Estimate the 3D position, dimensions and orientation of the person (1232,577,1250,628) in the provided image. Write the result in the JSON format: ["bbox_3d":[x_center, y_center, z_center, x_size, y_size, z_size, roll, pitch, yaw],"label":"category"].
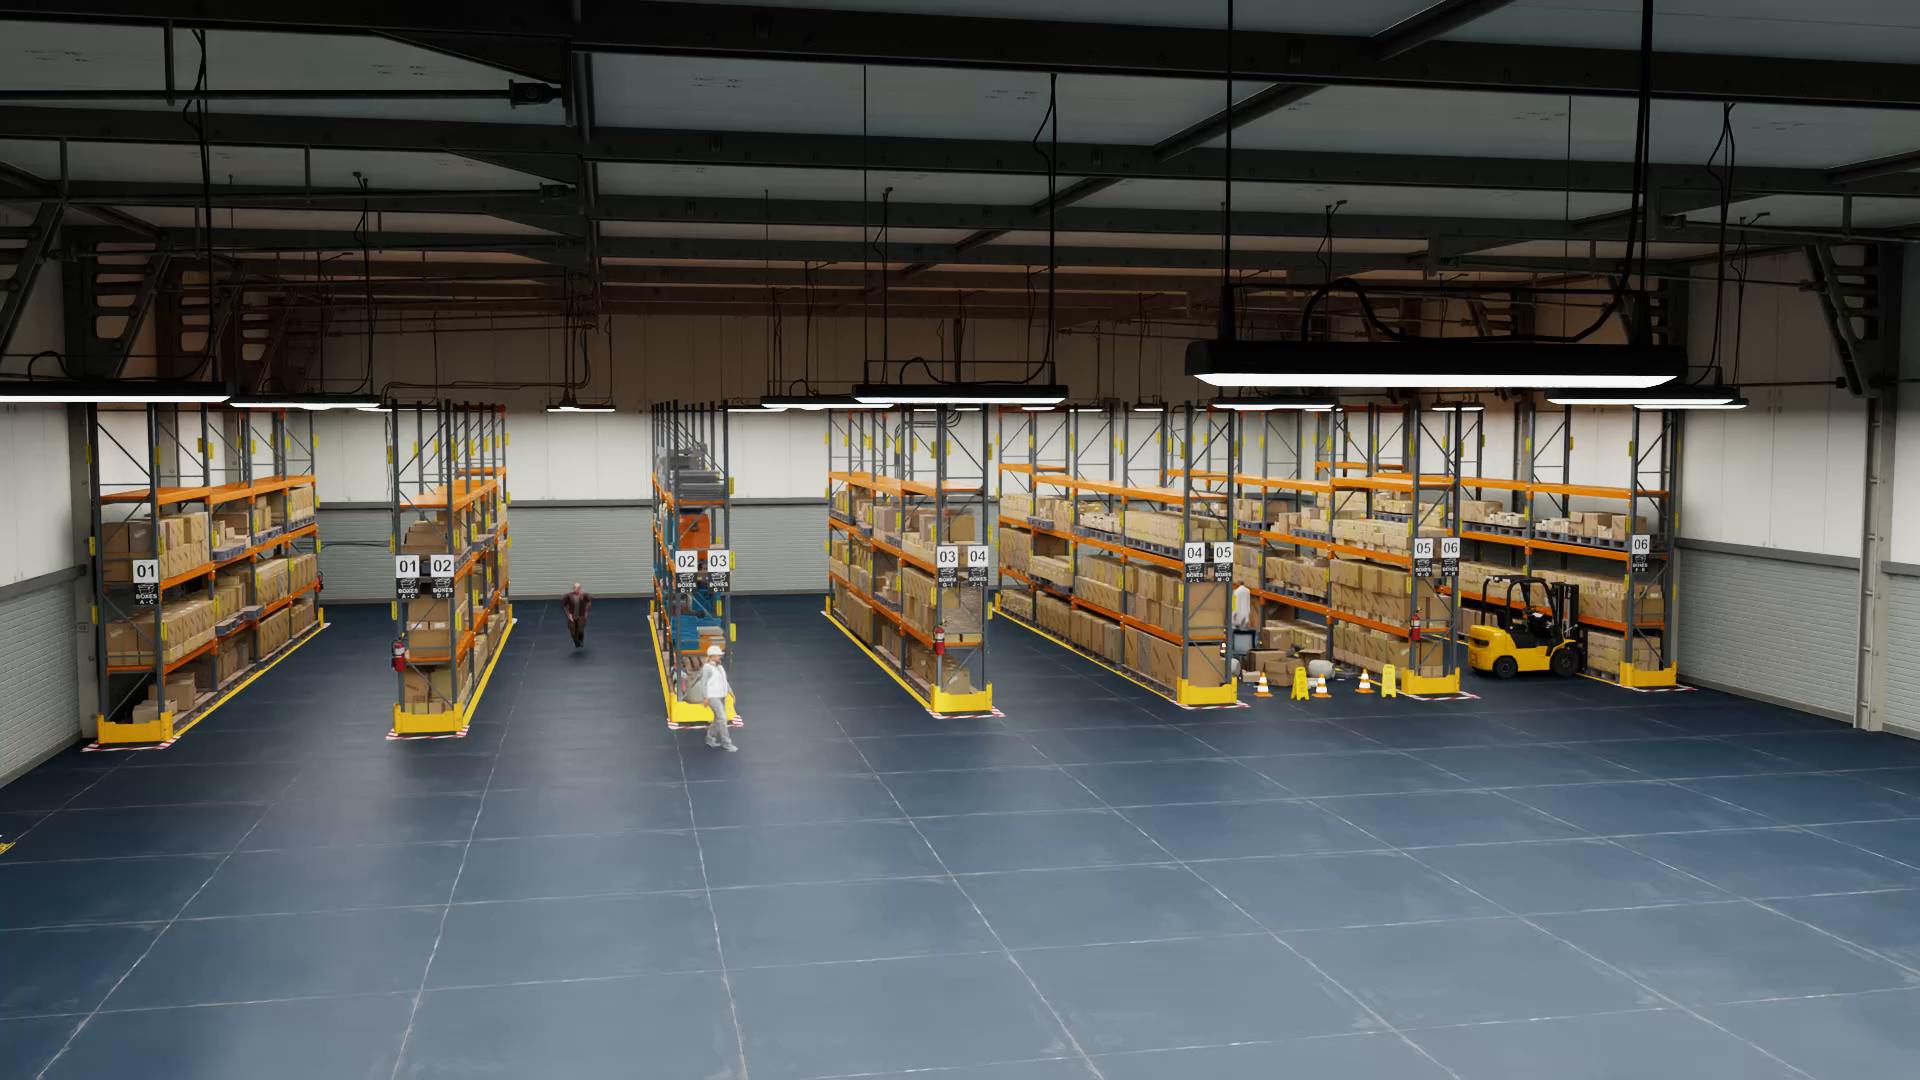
[{"bbox_3d":[6.845,1.837,40.413,0.621,1.676,0.532,-4,6,-45],"label":"person"}]

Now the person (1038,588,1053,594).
[{"bbox_3d":[2.604,1.089,50.264,0.968,1.689,0.518,-2,5,-22],"label":"person"}]

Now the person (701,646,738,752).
[{"bbox_3d":[-4.077,2.711,28.529,0.778,1.778,0.565,2,5,23],"label":"person"}]

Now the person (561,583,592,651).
[{"bbox_3d":[-9.262,1.864,40.175,0.703,1.685,0.641,0,4,-5],"label":"person"}]
